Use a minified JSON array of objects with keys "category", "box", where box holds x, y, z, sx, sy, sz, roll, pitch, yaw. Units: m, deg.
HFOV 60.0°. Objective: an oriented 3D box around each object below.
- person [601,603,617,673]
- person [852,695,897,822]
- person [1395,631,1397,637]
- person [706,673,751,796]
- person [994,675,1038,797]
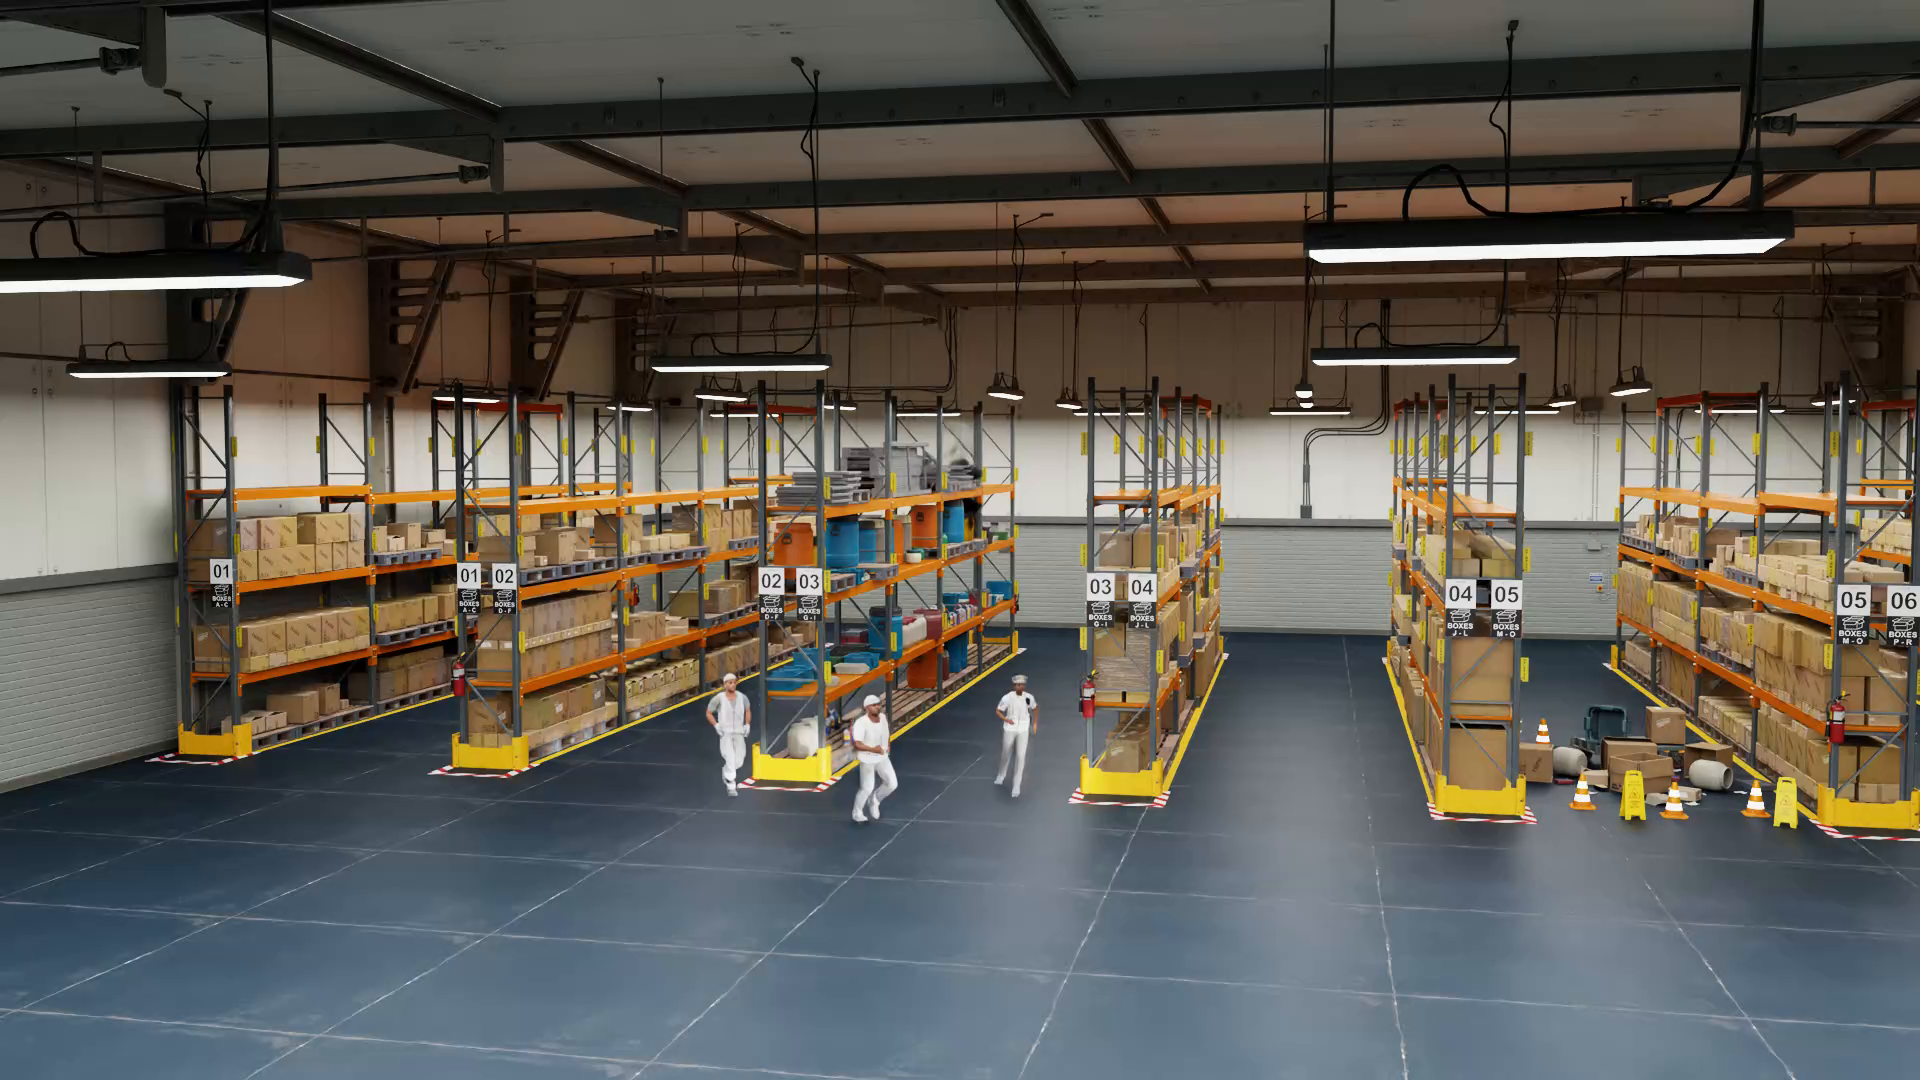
[{"category":"person","box":[-7.508,2.163,35.292,0.692,1.748,0.611,1,3,12]},{"category":"person","box":[-1.114,2.890,21.972,0.719,1.712,0.782,-3,4,-39]},{"category":"person","box":[10.700,1.943,39.761,0.821,1.768,0.763,1,3,19]},{"category":"person","box":[-3.327,2.784,23.987,0.675,1.742,0.657,-2,4,-28]},{"category":"person","box":[0.838,2.806,24.177,0.640,1.713,0.861,0,3,-3]}]
